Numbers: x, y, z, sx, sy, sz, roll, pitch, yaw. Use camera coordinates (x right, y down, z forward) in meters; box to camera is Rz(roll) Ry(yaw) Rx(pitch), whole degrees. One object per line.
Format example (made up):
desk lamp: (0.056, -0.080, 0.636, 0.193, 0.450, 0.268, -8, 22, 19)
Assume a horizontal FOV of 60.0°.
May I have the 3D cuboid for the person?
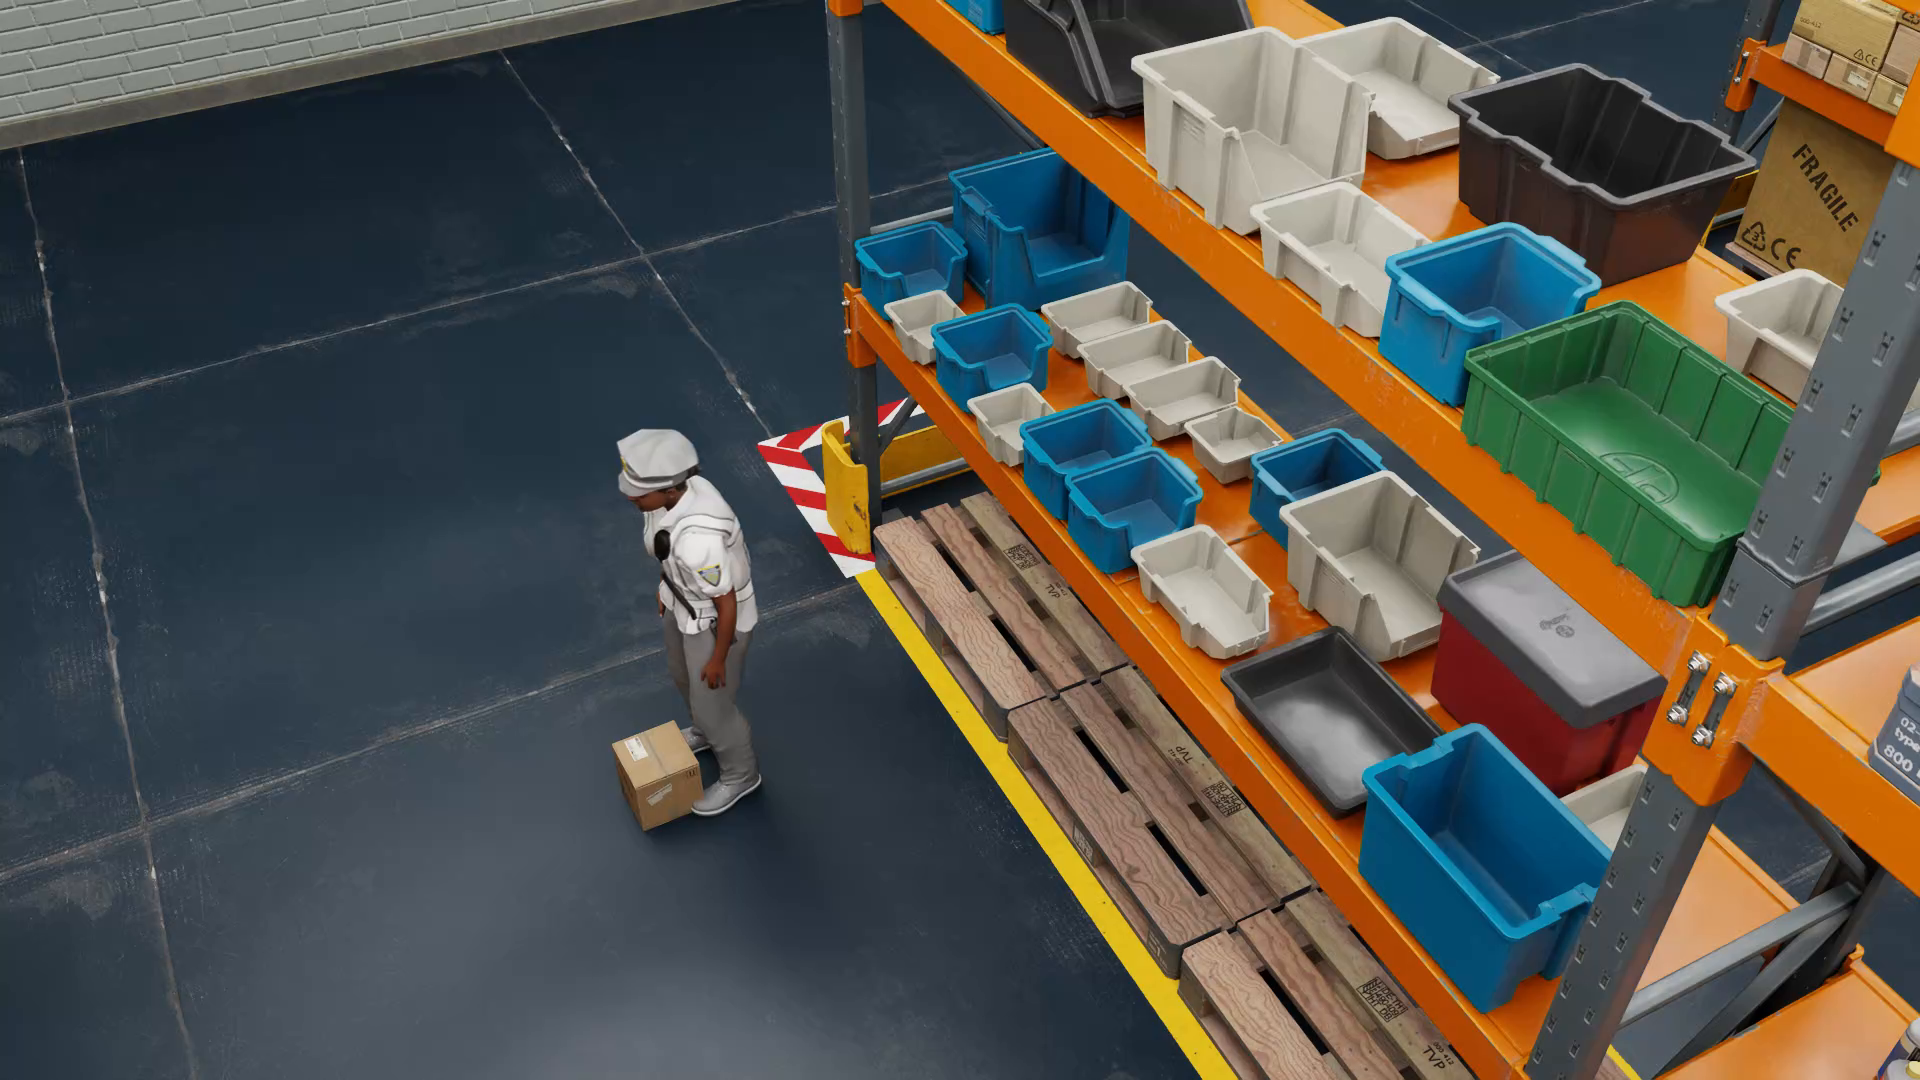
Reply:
person: (-0.931, 0.282, 5.882, 0.398, 1.659, 0.521, -20, 45, -21)
